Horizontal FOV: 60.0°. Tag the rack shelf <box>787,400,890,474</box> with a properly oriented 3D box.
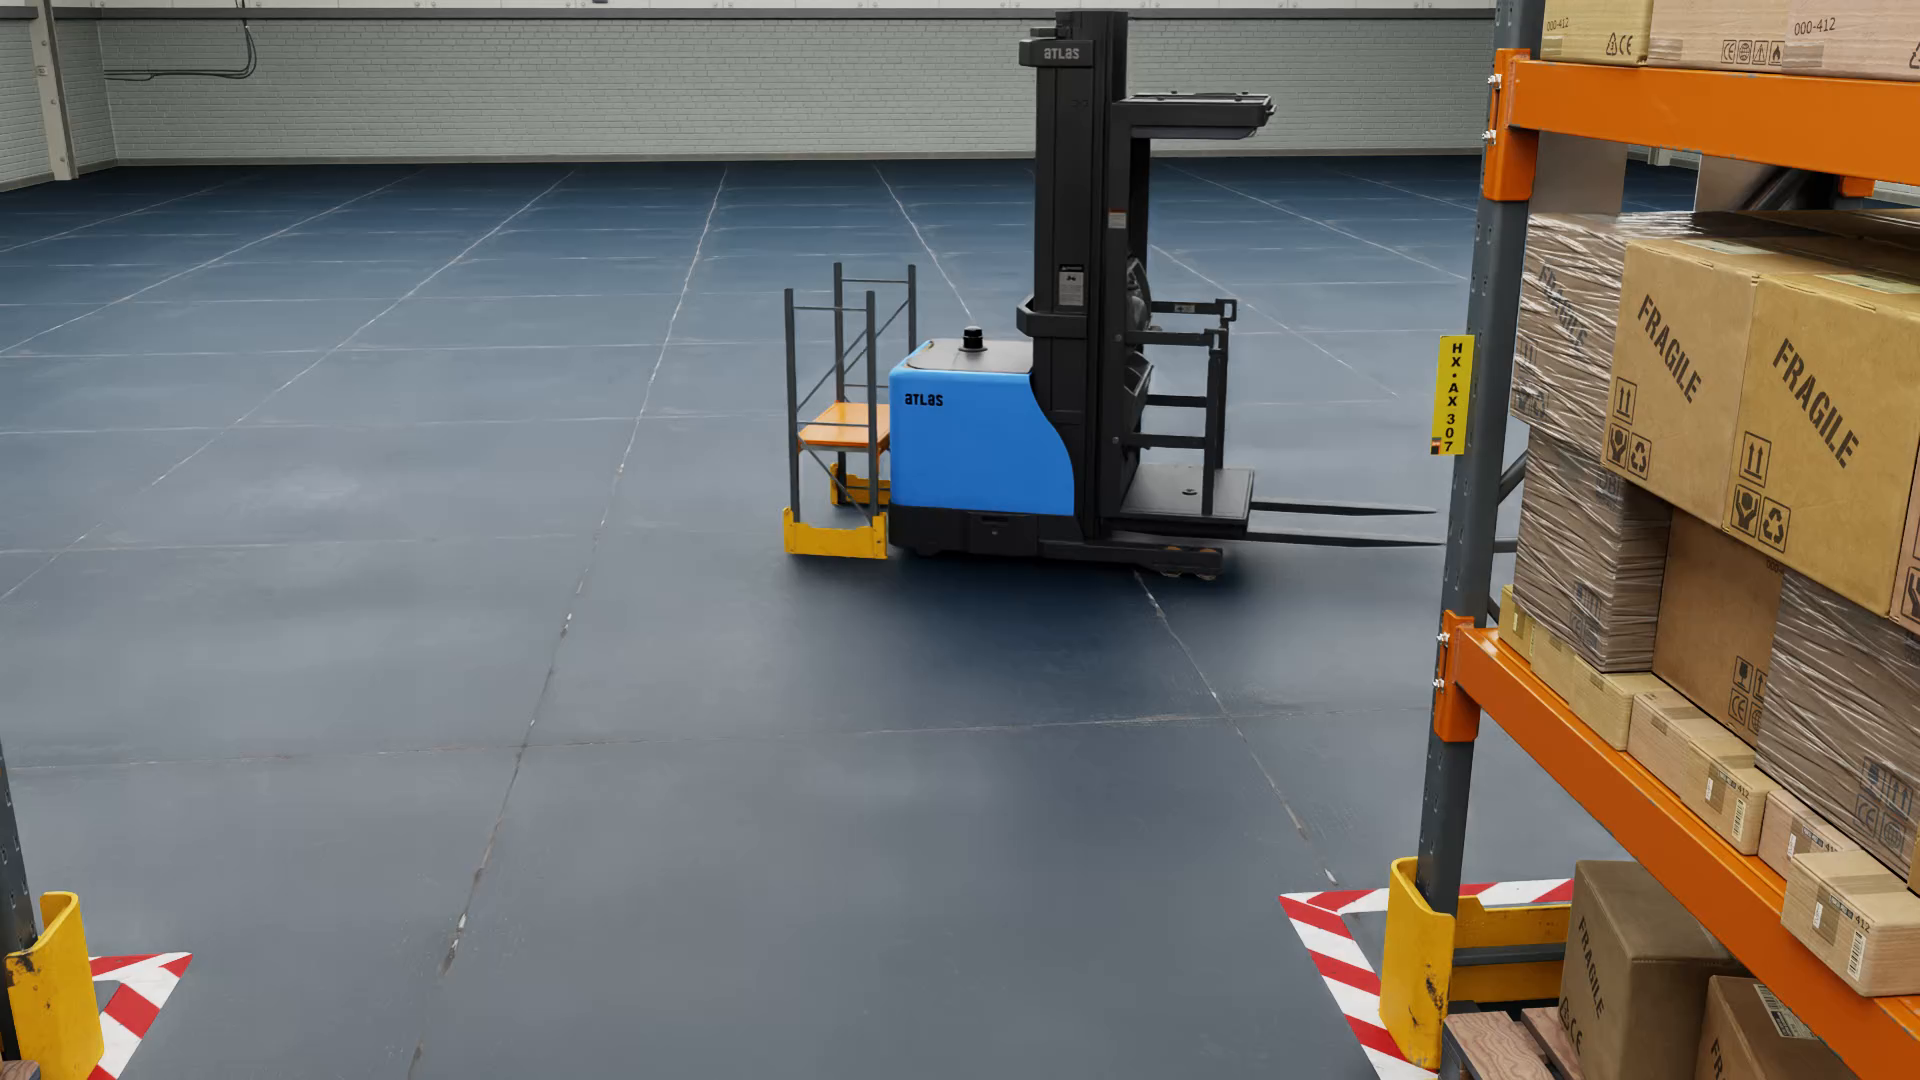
[{"bbox_3d":[-0.608,-0.614,9.730,0.538,0.185,1.000,3,18,11],"label":"rack shelf"}]

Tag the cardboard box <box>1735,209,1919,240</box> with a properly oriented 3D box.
[{"bbox_3d":[2.165,-0.501,3.933,0.500,0.500,0.500,-2,18,-6],"label":"cardboard box"}]

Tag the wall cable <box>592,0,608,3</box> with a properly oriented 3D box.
[{"bbox_3d":[-6.395,-13.925,33.331,2.305,6.003,0.169,-2,18,-6],"label":"wall cable"}]

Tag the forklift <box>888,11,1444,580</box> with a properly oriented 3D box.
[{"bbox_3d":[1.166,-1.356,9.104,3.031,2.935,1.130,4,18,11],"label":"forklift"}]

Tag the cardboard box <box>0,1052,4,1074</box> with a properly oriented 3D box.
[{"bbox_3d":[-2.946,1.146,3.866,0.875,0.875,0.875,-2,18,-5],"label":"cardboard box"}]

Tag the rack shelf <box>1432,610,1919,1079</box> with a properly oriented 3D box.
[{"bbox_3d":[2.069,0.948,2.850,1.077,0.370,4.000,-2,18,-6],"label":"rack shelf"}]

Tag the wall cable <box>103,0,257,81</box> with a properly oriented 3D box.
[{"bbox_3d":[-15.839,-10.532,33.386,3.097,2.526,0.112,-2,18,-6],"label":"wall cable"}]

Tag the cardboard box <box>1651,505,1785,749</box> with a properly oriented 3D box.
[{"bbox_3d":[2.063,0.129,3.593,0.875,0.500,0.500,-2,18,-6],"label":"cardboard box"}]

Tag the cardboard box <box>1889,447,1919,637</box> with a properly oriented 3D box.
[{"bbox_3d":[1.803,-0.038,2.459,0.500,0.500,0.500,-2,18,-6],"label":"cardboard box"}]

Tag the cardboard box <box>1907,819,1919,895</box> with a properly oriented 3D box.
[{"bbox_3d":[2.111,0.429,2.639,0.875,0.500,0.500,-2,18,-6],"label":"cardboard box"}]

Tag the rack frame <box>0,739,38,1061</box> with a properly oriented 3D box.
[{"bbox_3d":[-3.082,0.132,4.248,1.000,3.000,0.127,-2,18,-6],"label":"rack frame"}]

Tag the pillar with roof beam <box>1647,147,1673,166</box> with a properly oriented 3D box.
[{"bbox_3d":[10.200,-11.935,32.671,9.100,9.000,0.400,-2,18,-6],"label":"pillar with roof beam"}]

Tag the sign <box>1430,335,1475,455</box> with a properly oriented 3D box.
[{"bbox_3d":[1.323,-0.387,4.457,0.100,0.325,0.005,-2,18,-6],"label":"sign"}]

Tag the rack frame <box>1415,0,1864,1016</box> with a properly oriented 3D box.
[{"bbox_3d":[1.862,0.009,4.640,1.000,3.000,0.127,-2,18,-6],"label":"rack frame"}]

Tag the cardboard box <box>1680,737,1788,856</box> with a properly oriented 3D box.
[{"bbox_3d":[1.737,0.520,3.433,0.380,0.149,0.250,-2,18,-6],"label":"cardboard box"}]

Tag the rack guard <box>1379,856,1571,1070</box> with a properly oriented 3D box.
[{"bbox_3d":[1.870,1.224,4.943,1.175,0.500,0.348,-2,18,-6],"label":"rack guard"}]

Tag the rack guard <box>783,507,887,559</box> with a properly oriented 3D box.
[{"bbox_3d":[-0.705,-0.040,9.388,0.587,0.250,0.087,3,18,11],"label":"rack guard"}]

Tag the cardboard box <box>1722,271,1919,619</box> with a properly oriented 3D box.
[{"bbox_3d":[1.746,-0.187,2.933,0.500,0.500,0.500,-2,18,-6],"label":"cardboard box"}]

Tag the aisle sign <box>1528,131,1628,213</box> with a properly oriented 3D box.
[{"bbox_3d":[1.558,-1.240,4.280,0.394,0.787,0.004,-2,18,-6],"label":"aisle sign"}]

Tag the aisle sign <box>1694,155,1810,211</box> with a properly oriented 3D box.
[{"bbox_3d":[2.154,-1.259,4.339,0.394,0.787,0.004,-2,18,-6],"label":"aisle sign"}]

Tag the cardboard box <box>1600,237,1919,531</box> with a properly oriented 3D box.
[{"bbox_3d":[1.693,-0.336,3.407,0.500,0.500,0.500,-2,18,-6],"label":"cardboard box"}]

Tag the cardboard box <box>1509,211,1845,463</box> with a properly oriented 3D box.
[{"bbox_3d":[1.648,-0.485,3.882,0.500,0.500,0.500,-2,18,-6],"label":"cardboard box"}]

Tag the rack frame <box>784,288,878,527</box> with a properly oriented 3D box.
[{"bbox_3d":[-0.705,-0.636,9.200,0.500,1.500,0.032,3,18,11],"label":"rack frame"}]

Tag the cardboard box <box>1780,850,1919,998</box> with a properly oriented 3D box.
[{"bbox_3d":[1.713,0.671,2.951,0.380,0.149,0.250,-2,18,-6],"label":"cardboard box"}]

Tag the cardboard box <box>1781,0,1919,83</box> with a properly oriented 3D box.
[{"bbox_3d":[1.761,-0.898,2.772,0.500,0.250,0.500,-2,18,-6],"label":"cardboard box"}]

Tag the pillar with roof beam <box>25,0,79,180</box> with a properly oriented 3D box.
[{"bbox_3d":[-12.568,-11.228,30.419,9.100,9.000,0.400,-2,18,-6],"label":"pillar with roof beam"}]

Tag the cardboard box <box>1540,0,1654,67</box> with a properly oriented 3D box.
[{"bbox_3d":[1.655,-1.199,3.731,0.500,0.250,0.500,-1,17,-4],"label":"cardboard box"}]

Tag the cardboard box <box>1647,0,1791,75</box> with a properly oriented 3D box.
[{"bbox_3d":[1.714,-1.045,3.242,0.500,0.250,0.500,-2,18,-7],"label":"cardboard box"}]

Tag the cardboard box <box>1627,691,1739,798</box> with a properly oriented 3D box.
[{"bbox_3d":[1.719,0.445,3.671,0.380,0.149,0.250,-2,18,-6],"label":"cardboard box"}]

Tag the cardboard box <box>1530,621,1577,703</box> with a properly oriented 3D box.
[{"bbox_3d":[1.661,0.296,4.145,0.380,0.149,0.250,-2,18,-6],"label":"cardboard box"}]

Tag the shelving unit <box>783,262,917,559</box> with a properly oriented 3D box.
[{"bbox_3d":[-0.609,-0.783,9.667,0.587,1.500,1.083,3,18,11],"label":"shelving unit"}]

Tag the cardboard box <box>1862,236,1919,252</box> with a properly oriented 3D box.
[{"bbox_3d":[2.222,-0.353,3.459,0.500,0.500,0.500,-2,18,-6],"label":"cardboard box"}]

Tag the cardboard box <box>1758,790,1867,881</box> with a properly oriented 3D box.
[{"bbox_3d":[1.790,0.593,3.198,0.380,0.149,0.250,-2,18,-6],"label":"cardboard box"}]

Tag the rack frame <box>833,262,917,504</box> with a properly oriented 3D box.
[{"bbox_3d":[-0.510,-0.935,10.152,0.500,1.500,0.032,3,18,11],"label":"rack frame"}]

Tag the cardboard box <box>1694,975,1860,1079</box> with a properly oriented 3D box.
[{"bbox_3d":[2.006,1.365,3.794,0.500,0.500,0.500,3,18,9],"label":"cardboard box"}]

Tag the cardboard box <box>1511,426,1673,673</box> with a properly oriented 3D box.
[{"bbox_3d":[1.892,-0.016,4.056,0.875,0.500,0.500,-2,18,-6],"label":"cardboard box"}]

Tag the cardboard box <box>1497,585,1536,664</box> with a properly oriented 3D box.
[{"bbox_3d":[1.655,0.221,4.384,0.380,0.149,0.250,-2,18,-6],"label":"cardboard box"}]

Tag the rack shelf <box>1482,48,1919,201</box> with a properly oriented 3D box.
[{"bbox_3d":[2.069,-0.483,2.401,1.077,0.370,4.000,-2,18,-6],"label":"rack shelf"}]

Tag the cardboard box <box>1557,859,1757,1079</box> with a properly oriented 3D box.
[{"bbox_3d":[1.910,1.188,4.358,0.500,0.500,0.500,1,17,5],"label":"cardboard box"}]

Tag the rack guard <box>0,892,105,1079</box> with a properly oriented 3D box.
[{"bbox_3d":[-3.084,1.318,4.645,1.175,0.500,0.348,-2,18,-6],"label":"rack guard"}]

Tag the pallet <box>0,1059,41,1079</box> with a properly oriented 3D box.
[{"bbox_3d":[-2.921,1.698,3.915,1.003,0.211,1.213,-2,18,-6],"label":"pallet"}]

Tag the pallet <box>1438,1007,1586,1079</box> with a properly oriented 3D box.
[{"bbox_3d":[1.919,1.605,4.211,1.003,0.211,1.213,-2,18,-6],"label":"pallet"}]

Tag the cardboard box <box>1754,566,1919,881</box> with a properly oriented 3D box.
[{"bbox_3d":[2.071,0.280,3.115,0.875,0.500,0.500,-2,18,-6],"label":"cardboard box"}]

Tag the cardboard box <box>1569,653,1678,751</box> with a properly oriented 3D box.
[{"bbox_3d":[1.672,0.371,3.906,0.380,0.149,0.250,-2,18,-6],"label":"cardboard box"}]

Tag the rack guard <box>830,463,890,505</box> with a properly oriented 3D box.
[{"bbox_3d":[-0.514,-0.333,10.321,0.587,0.250,0.087,3,18,11],"label":"rack guard"}]
